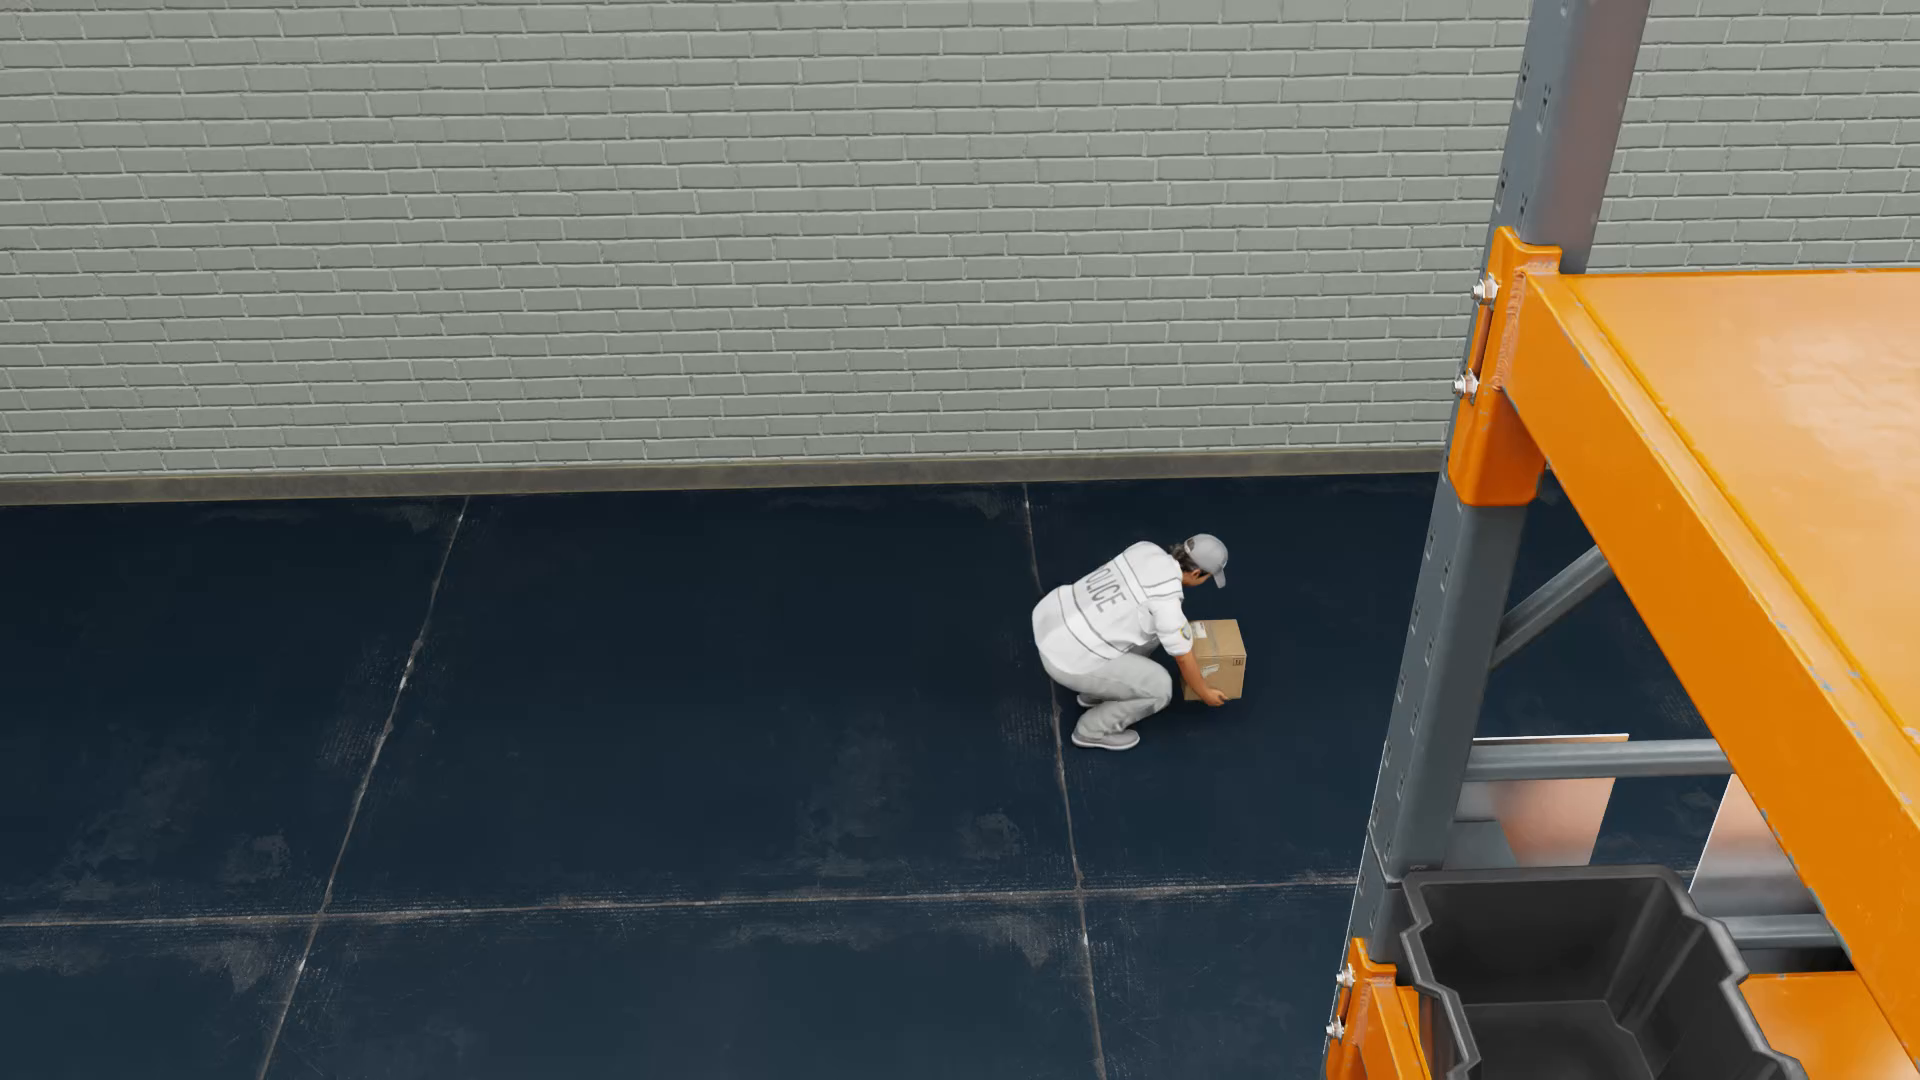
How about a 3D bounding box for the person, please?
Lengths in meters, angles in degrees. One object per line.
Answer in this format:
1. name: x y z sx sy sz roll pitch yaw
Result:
1. person: 0.738 0.414 7.225 0.848 0.960 0.528 -2 35 -2
